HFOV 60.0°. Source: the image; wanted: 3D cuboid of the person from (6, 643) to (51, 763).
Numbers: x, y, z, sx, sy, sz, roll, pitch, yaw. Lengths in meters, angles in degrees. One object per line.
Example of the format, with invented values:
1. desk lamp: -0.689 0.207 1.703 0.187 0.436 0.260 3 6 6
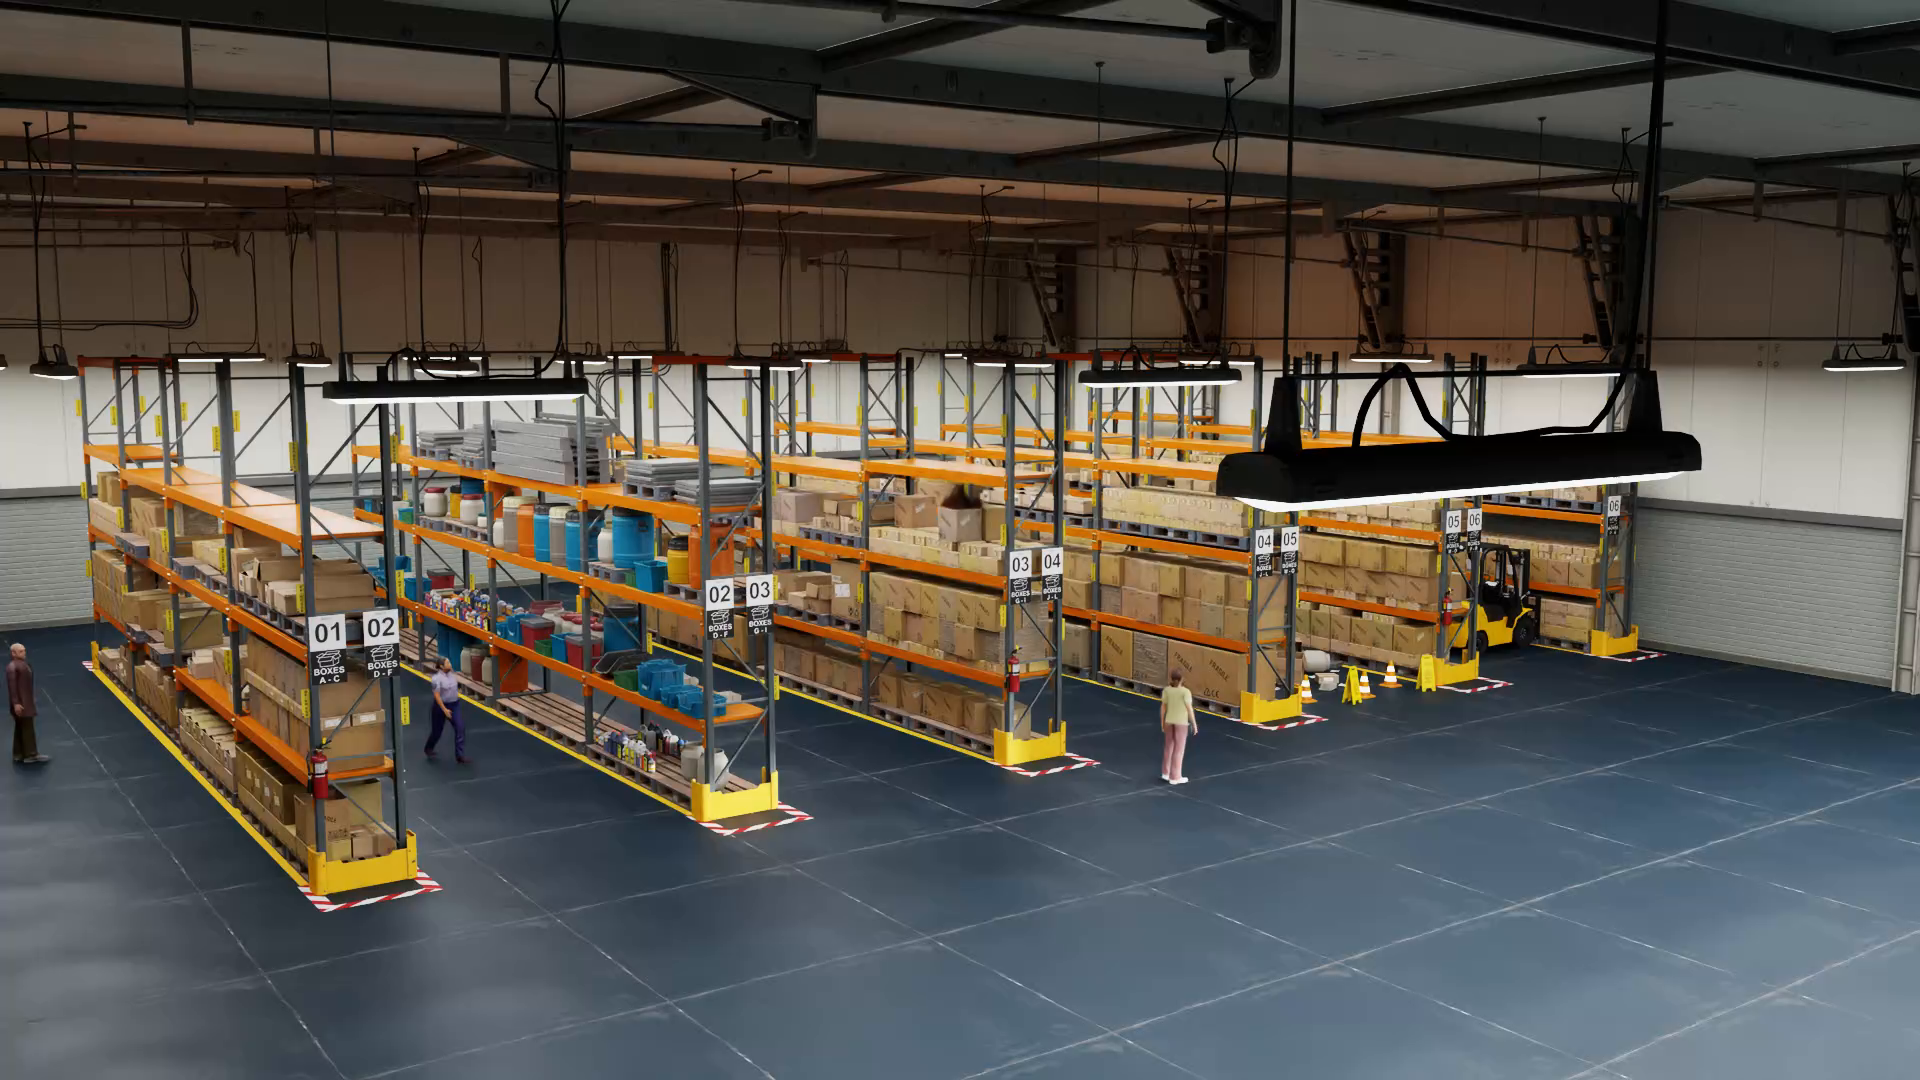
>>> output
1. person: -14.009 2.430 24.982 0.510 1.769 0.606 -4 8 -29

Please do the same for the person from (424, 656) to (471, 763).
1. person: -7.711 2.520 24.882 0.940 1.587 0.451 7 10 44

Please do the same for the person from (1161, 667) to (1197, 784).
1. person: 3.135 2.656 23.737 0.554 1.701 0.426 5 9 36
